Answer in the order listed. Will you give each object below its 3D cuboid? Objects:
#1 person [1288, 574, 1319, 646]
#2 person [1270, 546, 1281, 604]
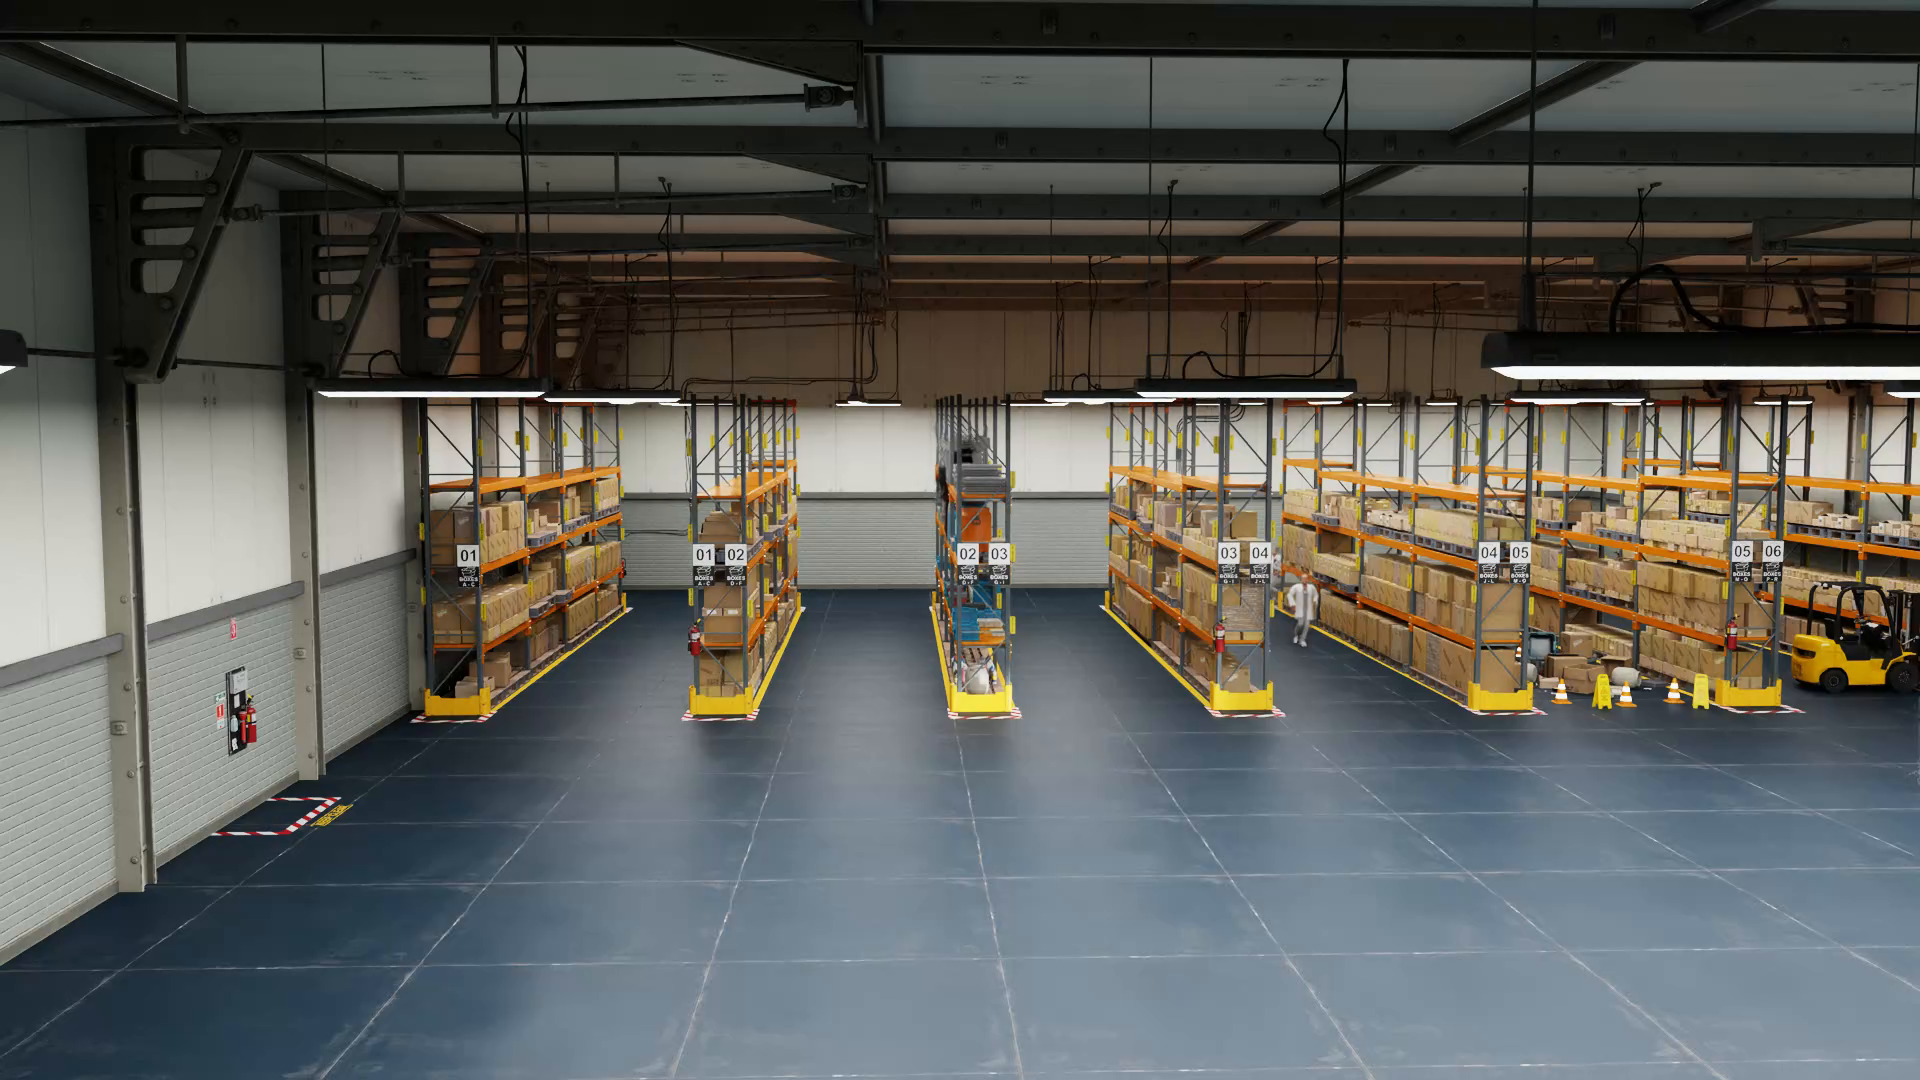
[{"bbox_3d":[8.317,1.694,40.151,0.723,1.746,0.629,0,5,-3],"label":"person"},{"bbox_3d":[9.188,1.021,48.758,0.620,1.728,0.675,-1,5,-18],"label":"person"}]
